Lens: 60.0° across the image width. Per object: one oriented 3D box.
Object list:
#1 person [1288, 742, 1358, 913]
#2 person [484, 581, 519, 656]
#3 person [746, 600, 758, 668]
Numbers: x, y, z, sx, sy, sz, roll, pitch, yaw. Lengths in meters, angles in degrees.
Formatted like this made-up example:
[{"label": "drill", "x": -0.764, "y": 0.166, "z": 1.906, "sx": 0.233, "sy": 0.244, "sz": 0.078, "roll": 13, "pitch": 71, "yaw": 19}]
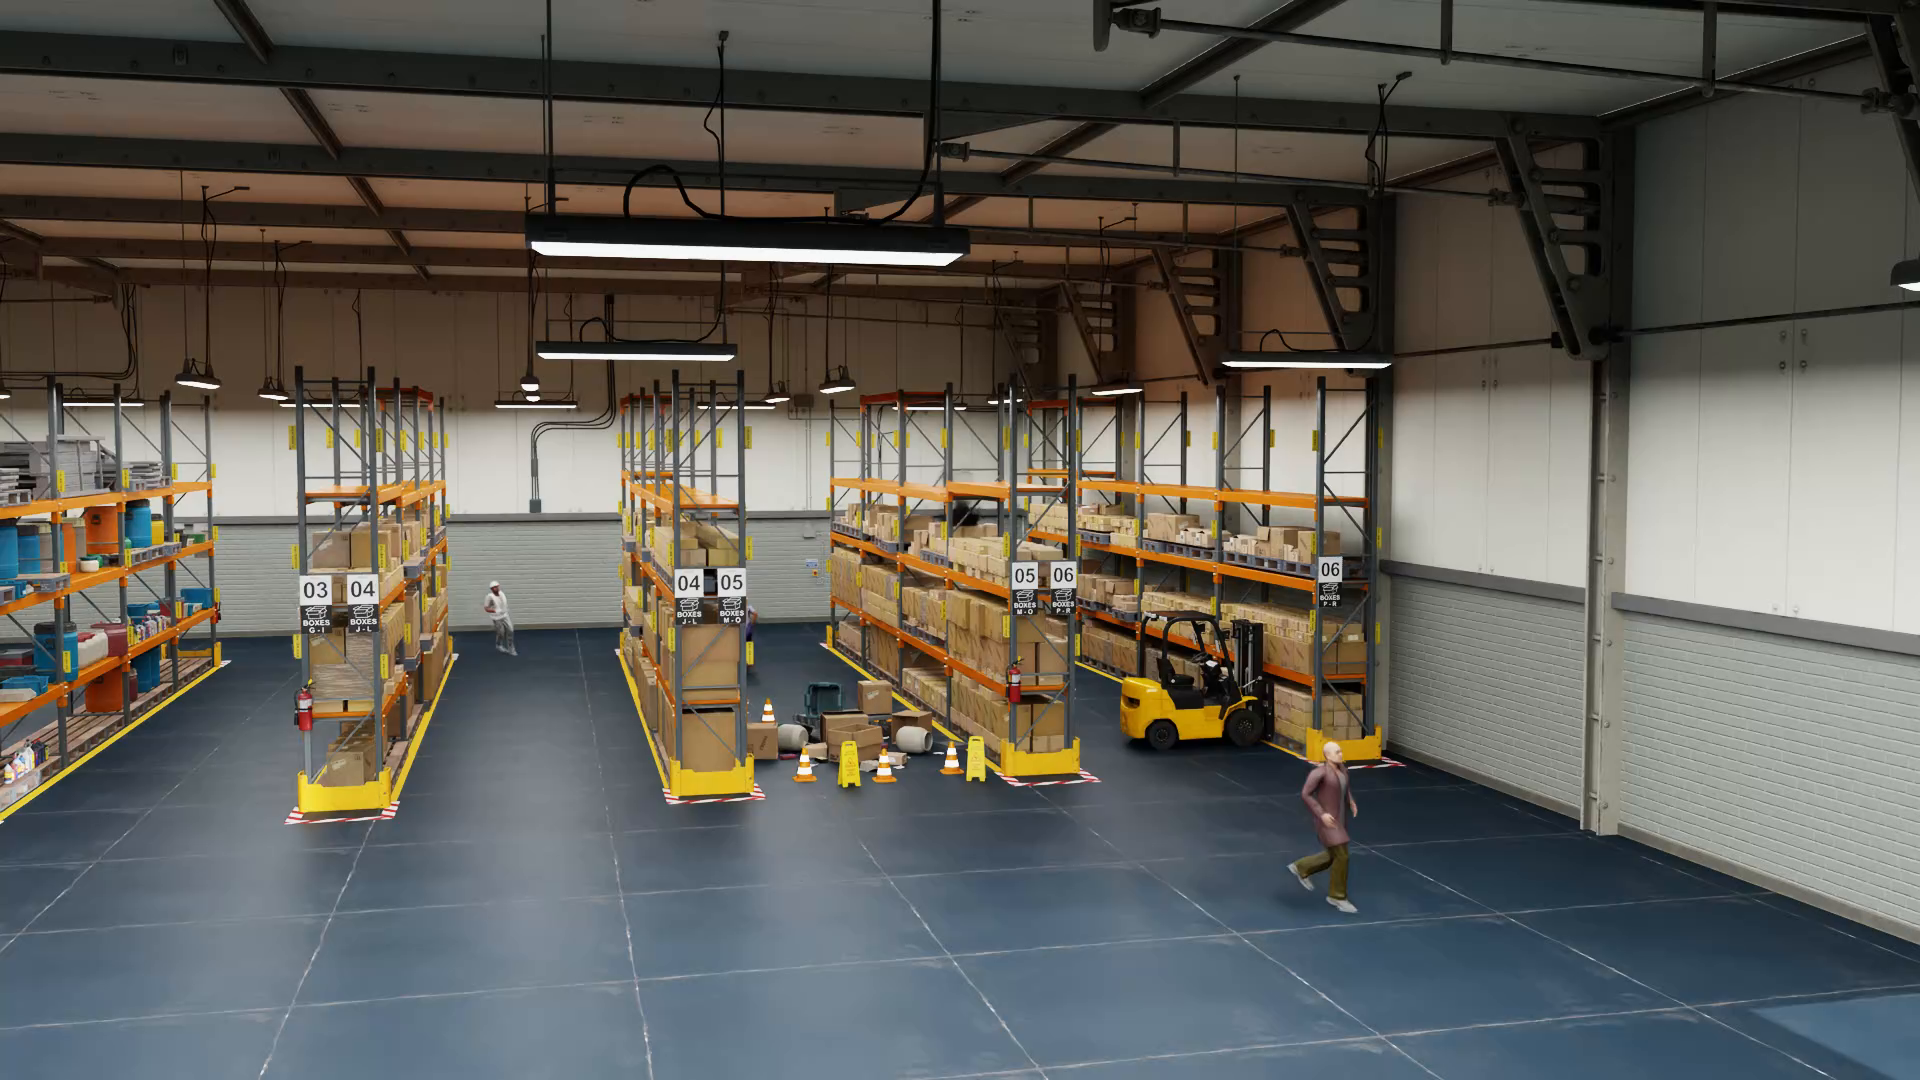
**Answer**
[{"label": "person", "x": 3.934, "y": 3.057, "z": 17.929, "sx": 0.854, "sy": 1.806, "sz": 0.733, "roll": 3, "pitch": 5, "yaw": 43}, {"label": "person", "x": -10.767, "y": 1.841, "z": 38.696, "sx": 0.727, "sy": 1.799, "sz": 0.702, "roll": 2, "pitch": 4, "yaw": 36}, {"label": "person", "x": -4.728, "y": 2.043, "z": 36.233, "sx": 0.577, "sy": 1.705, "sz": 0.855, "roll": -1, "pitch": 4, "yaw": -22}]
